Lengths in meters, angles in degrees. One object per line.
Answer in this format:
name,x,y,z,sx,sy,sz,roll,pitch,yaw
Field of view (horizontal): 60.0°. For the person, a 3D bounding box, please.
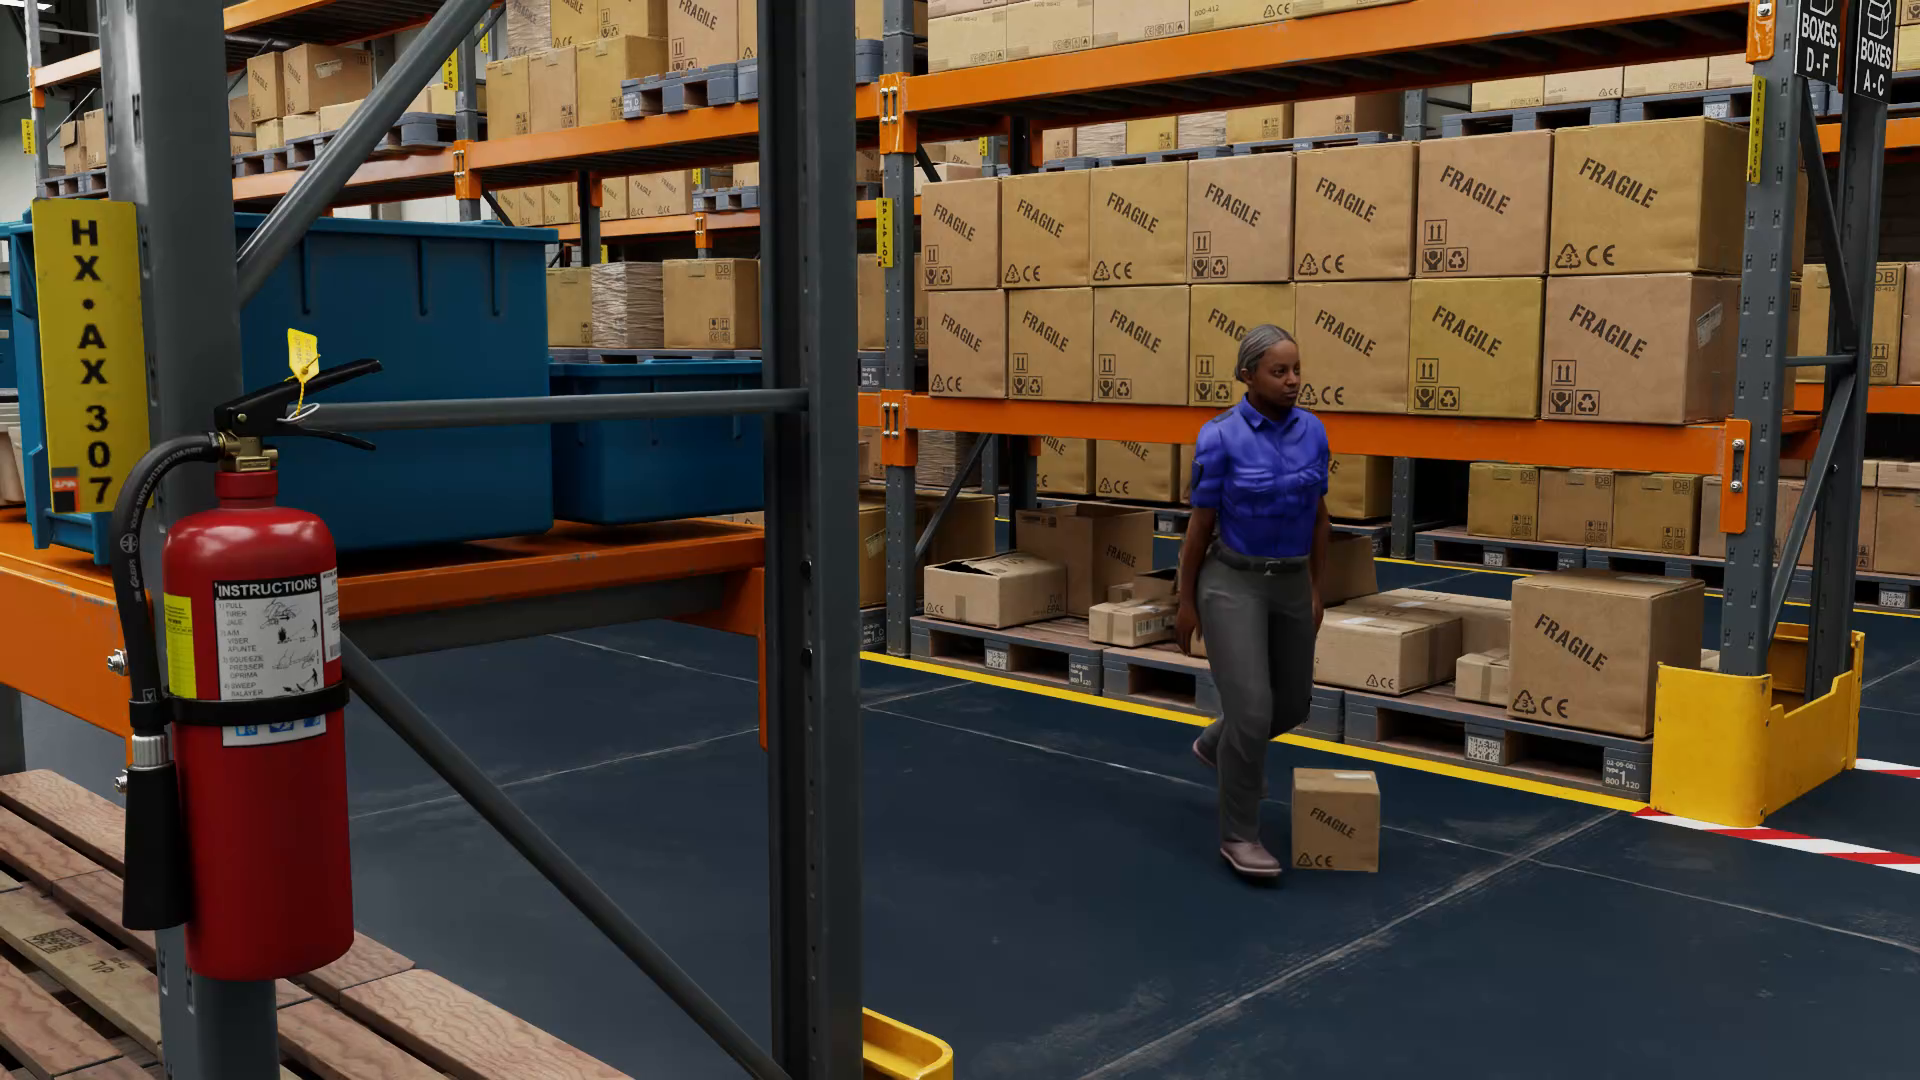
person,0.875,0.146,5.127,0.506,1.611,0.786,-3,8,-22
